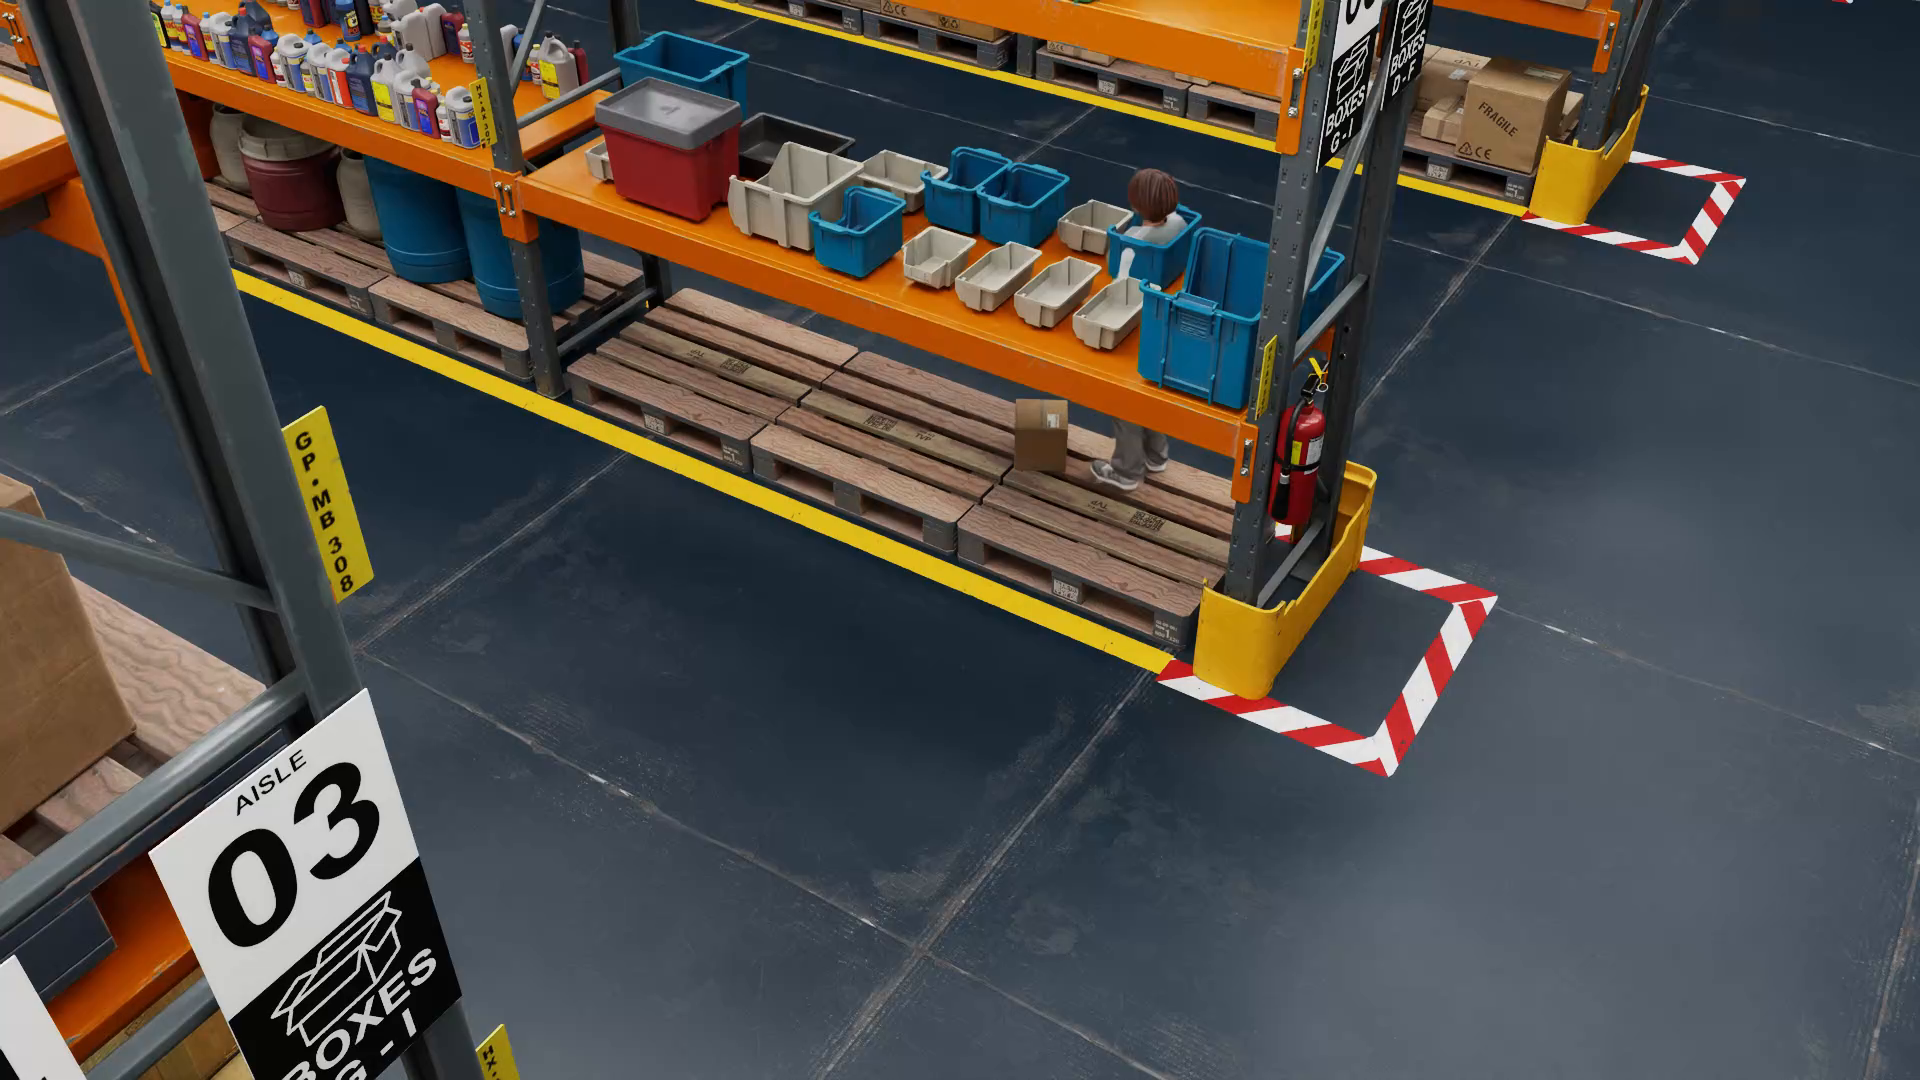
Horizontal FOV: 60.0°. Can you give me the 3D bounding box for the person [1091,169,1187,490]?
[{"bbox_3d":[0.807,-0.945,7.527,0.408,1.598,0.307,-31,48,-32],"label":"person"}]
